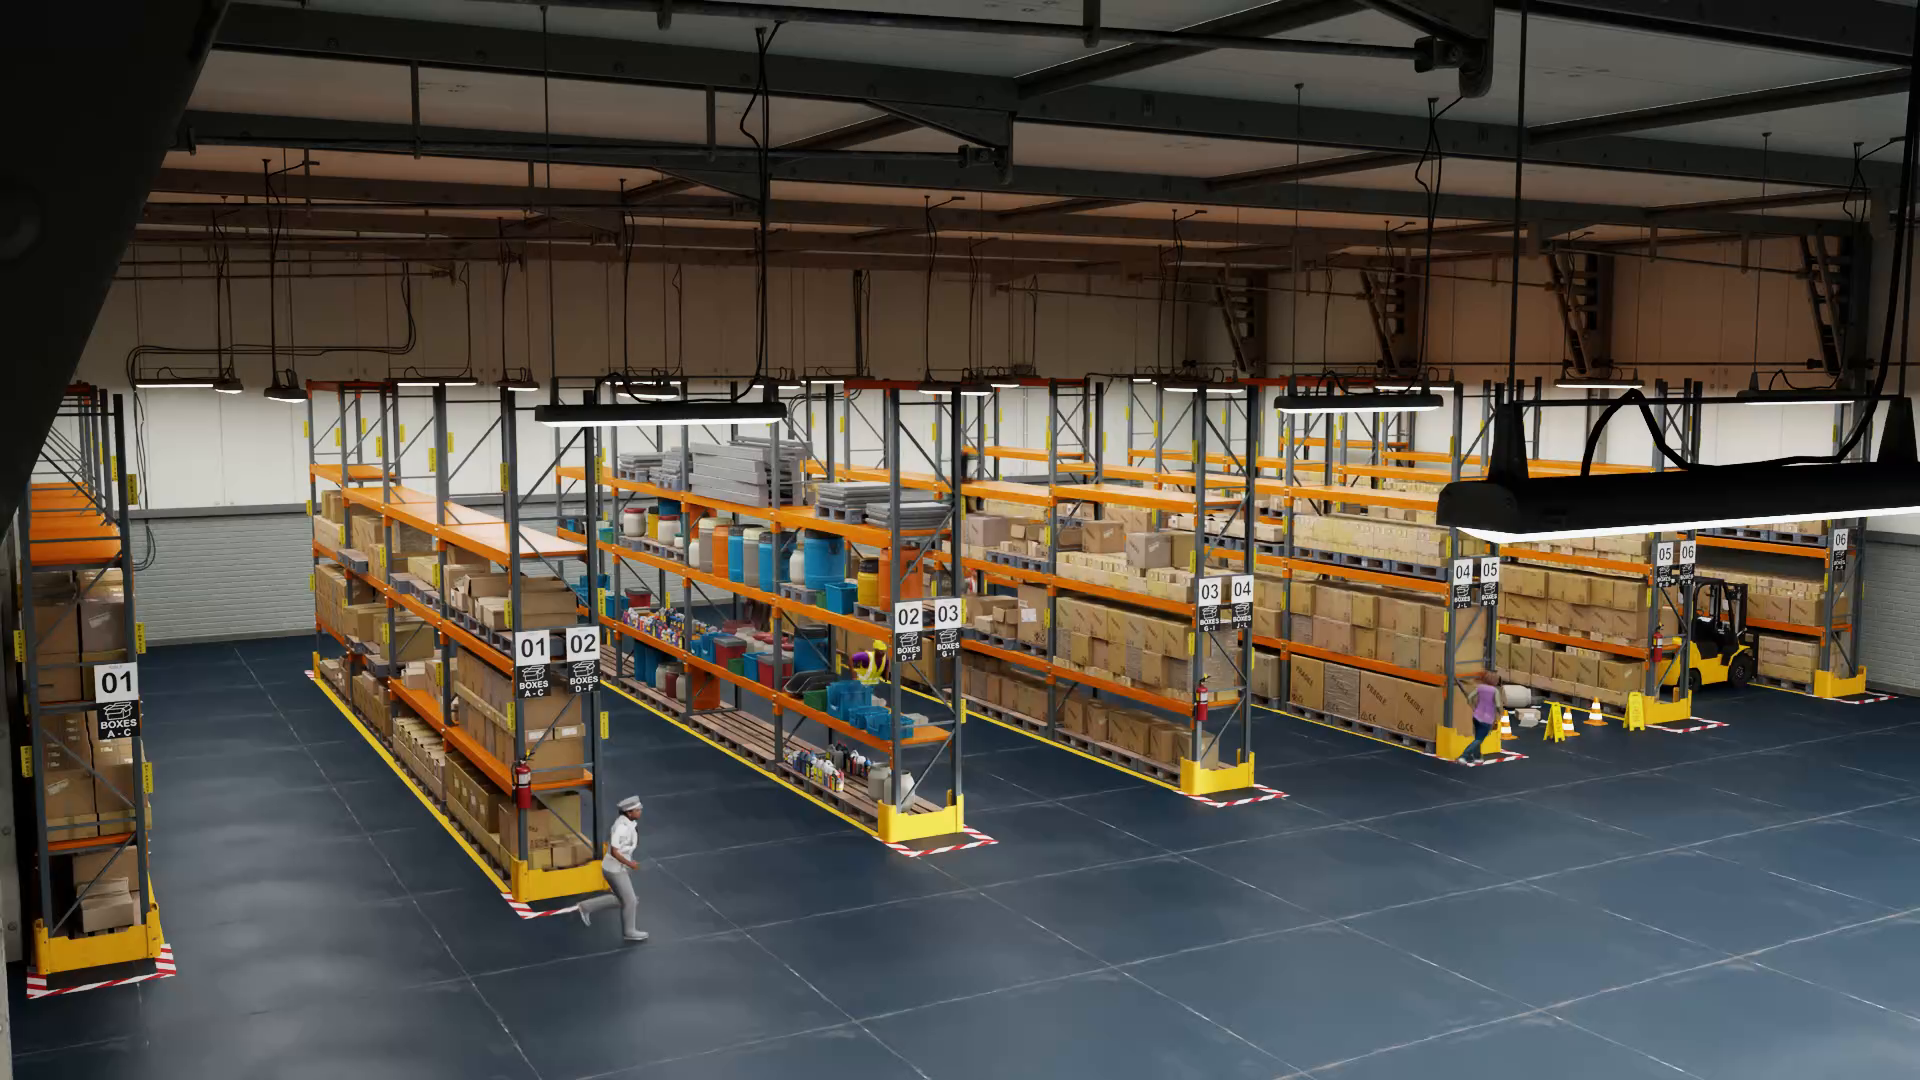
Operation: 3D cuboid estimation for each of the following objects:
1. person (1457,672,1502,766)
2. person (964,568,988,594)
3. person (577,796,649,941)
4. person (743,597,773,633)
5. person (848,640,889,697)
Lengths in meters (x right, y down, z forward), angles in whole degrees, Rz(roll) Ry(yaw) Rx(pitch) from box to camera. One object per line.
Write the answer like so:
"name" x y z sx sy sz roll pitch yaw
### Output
"person" 8.159 2.808 25.896 0.788 1.528 0.656 -4 7 -35
"person" 0.362 1.448 37.550 0.628 1.761 0.679 -3 7 -28
"person" -3.814 3.599 18.157 0.754 1.639 0.563 0 6 1
"person" -4.258 1.741 35.237 0.713 1.713 0.710 -5 8 -39
"person" -1.596 2.513 28.380 0.750 1.723 1.044 -5 8 -38
